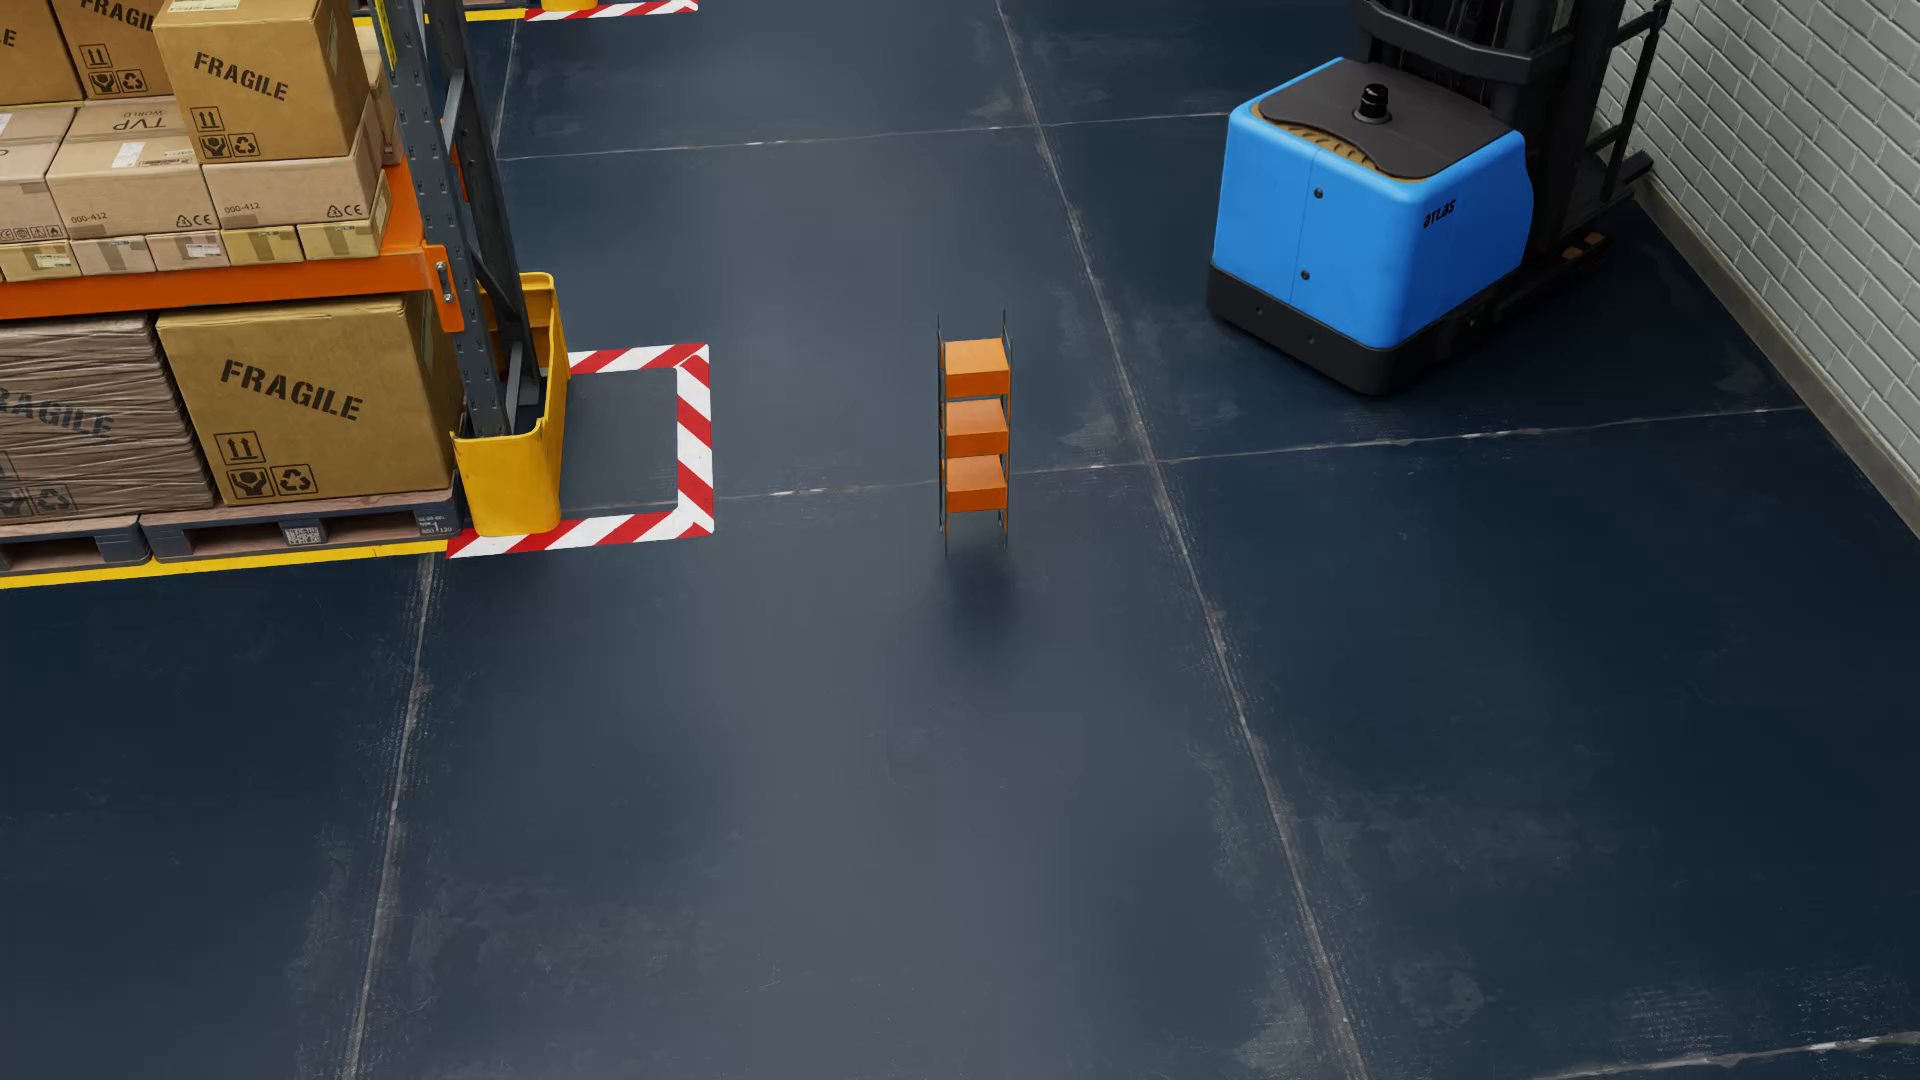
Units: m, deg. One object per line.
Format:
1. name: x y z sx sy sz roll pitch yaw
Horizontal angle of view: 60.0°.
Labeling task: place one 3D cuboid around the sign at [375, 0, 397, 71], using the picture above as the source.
1. sign: -1.848 -1.676 5.327 0.005 0.325 0.100 -5 42 -6

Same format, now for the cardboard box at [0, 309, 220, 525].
1. cardboard box: -3.431 -0.699 6.558 0.875 0.875 0.875 -5 42 -6

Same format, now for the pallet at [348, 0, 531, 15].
1. pallet: -3.370 -3.728 10.725 1.213 0.211 1.003 -5 42 -6

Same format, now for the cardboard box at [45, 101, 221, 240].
1. cardboard box: -2.854 -1.313 5.856 0.500 0.250 0.500 -6 42 -6

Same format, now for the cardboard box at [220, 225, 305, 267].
1. cardboard box: -2.473 -1.153 5.977 0.250 0.149 0.380 -5 42 -5

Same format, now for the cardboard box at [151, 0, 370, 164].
1. cardboard box: -2.354 -1.636 5.654 0.500 0.500 0.500 -5 42 -5

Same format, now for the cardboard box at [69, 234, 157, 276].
1. cardboard box: -2.971 -1.111 5.930 0.250 0.149 0.380 -4 42 -5

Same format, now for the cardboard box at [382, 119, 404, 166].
1. cardboard box: -2.300 -1.615 6.488 0.250 0.149 0.380 -5 42 -5

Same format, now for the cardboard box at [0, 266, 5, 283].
1. cardboard box: -3.485 -1.064 5.878 0.250 0.149 0.380 -5 42 -5

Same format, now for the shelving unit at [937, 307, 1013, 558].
1. shelving unit: 0.053 -0.394 6.404 0.252 1.050 0.215 -5 42 -6

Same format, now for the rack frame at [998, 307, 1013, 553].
1. rack frame: 0.174 -0.405 6.415 0.008 1.050 0.200 -5 42 -6

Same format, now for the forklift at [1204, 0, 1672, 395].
1. forklift: 2.587 -2.589 7.432 3.031 2.935 1.130 -31 51 -30

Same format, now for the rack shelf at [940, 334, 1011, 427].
1. rack shelf: 0.053 -0.597 6.221 0.240 0.259 0.215 -5 42 -6

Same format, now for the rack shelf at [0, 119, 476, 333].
1. rack shelf: -3.888 -1.079 6.244 4.000 0.370 1.077 -5 42 -6

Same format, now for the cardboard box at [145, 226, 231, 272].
1. cardboard box: -2.723 -1.132 5.953 0.250 0.149 0.380 -5 42 -5

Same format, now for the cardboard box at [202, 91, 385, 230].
1. cardboard box: -2.351 -1.356 5.904 0.500 0.250 0.500 -6 42 -6

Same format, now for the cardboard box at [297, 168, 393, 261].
1. cardboard box: -2.215 -1.177 6.003 0.250 0.149 0.380 -4 42 -5

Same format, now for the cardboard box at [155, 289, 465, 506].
1. cardboard box: -2.529 -0.778 6.646 0.875 0.875 0.875 -5 42 -6

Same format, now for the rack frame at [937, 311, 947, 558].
1. rack frame: -0.068 -0.384 6.392 0.008 1.050 0.200 -5 42 -6

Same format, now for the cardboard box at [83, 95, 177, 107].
1. cardboard box: -2.930 -1.663 6.244 0.500 0.250 0.500 -5 42 -6

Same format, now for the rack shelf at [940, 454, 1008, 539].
1. rack shelf: 0.053 -0.180 6.597 0.240 0.259 0.215 -5 42 -6

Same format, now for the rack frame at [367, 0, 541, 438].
1. rack frame: -1.905 -1.520 6.195 0.127 3.000 1.000 -5 42 -6

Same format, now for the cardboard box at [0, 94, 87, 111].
1. cardboard box: -3.429 -1.621 6.198 0.500 0.250 0.500 -6 42 -7

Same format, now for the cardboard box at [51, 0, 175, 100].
1. cardboard box: -2.912 -1.947 5.999 0.500 0.500 0.500 -6 42 -7

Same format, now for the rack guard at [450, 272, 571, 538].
1. rack guard: -1.881 -0.594 7.035 0.348 0.500 1.175 -5 42 -6

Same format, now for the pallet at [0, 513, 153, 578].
1. pallet: -3.895 -0.259 6.880 1.213 0.211 1.003 -5 42 -6

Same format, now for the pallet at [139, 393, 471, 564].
1. pallet: -2.688 -0.363 6.995 1.213 0.211 1.003 -5 42 -6

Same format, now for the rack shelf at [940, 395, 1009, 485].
1. rack shelf: 0.053 -0.387 6.411 0.240 0.259 0.215 -5 42 -6

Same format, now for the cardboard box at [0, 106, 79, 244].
1. cardboard box: -3.359 -1.268 5.806 0.500 0.250 0.500 -6 42 -7

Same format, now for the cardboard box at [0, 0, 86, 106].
1. cardboard box: -3.425 -1.898 5.945 0.500 0.500 0.500 -6 42 -7

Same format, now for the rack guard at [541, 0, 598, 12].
1. rack guard: -2.525 -3.892 10.691 0.348 0.500 1.175 -5 42 -6

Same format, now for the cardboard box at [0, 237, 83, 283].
1. cardboard box: -3.228 -1.087 5.903 0.250 0.149 0.380 -6 42 -6

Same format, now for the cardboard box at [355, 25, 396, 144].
1. cardboard box: -2.416 -1.712 6.299 0.500 0.250 0.500 -6 42 -7
